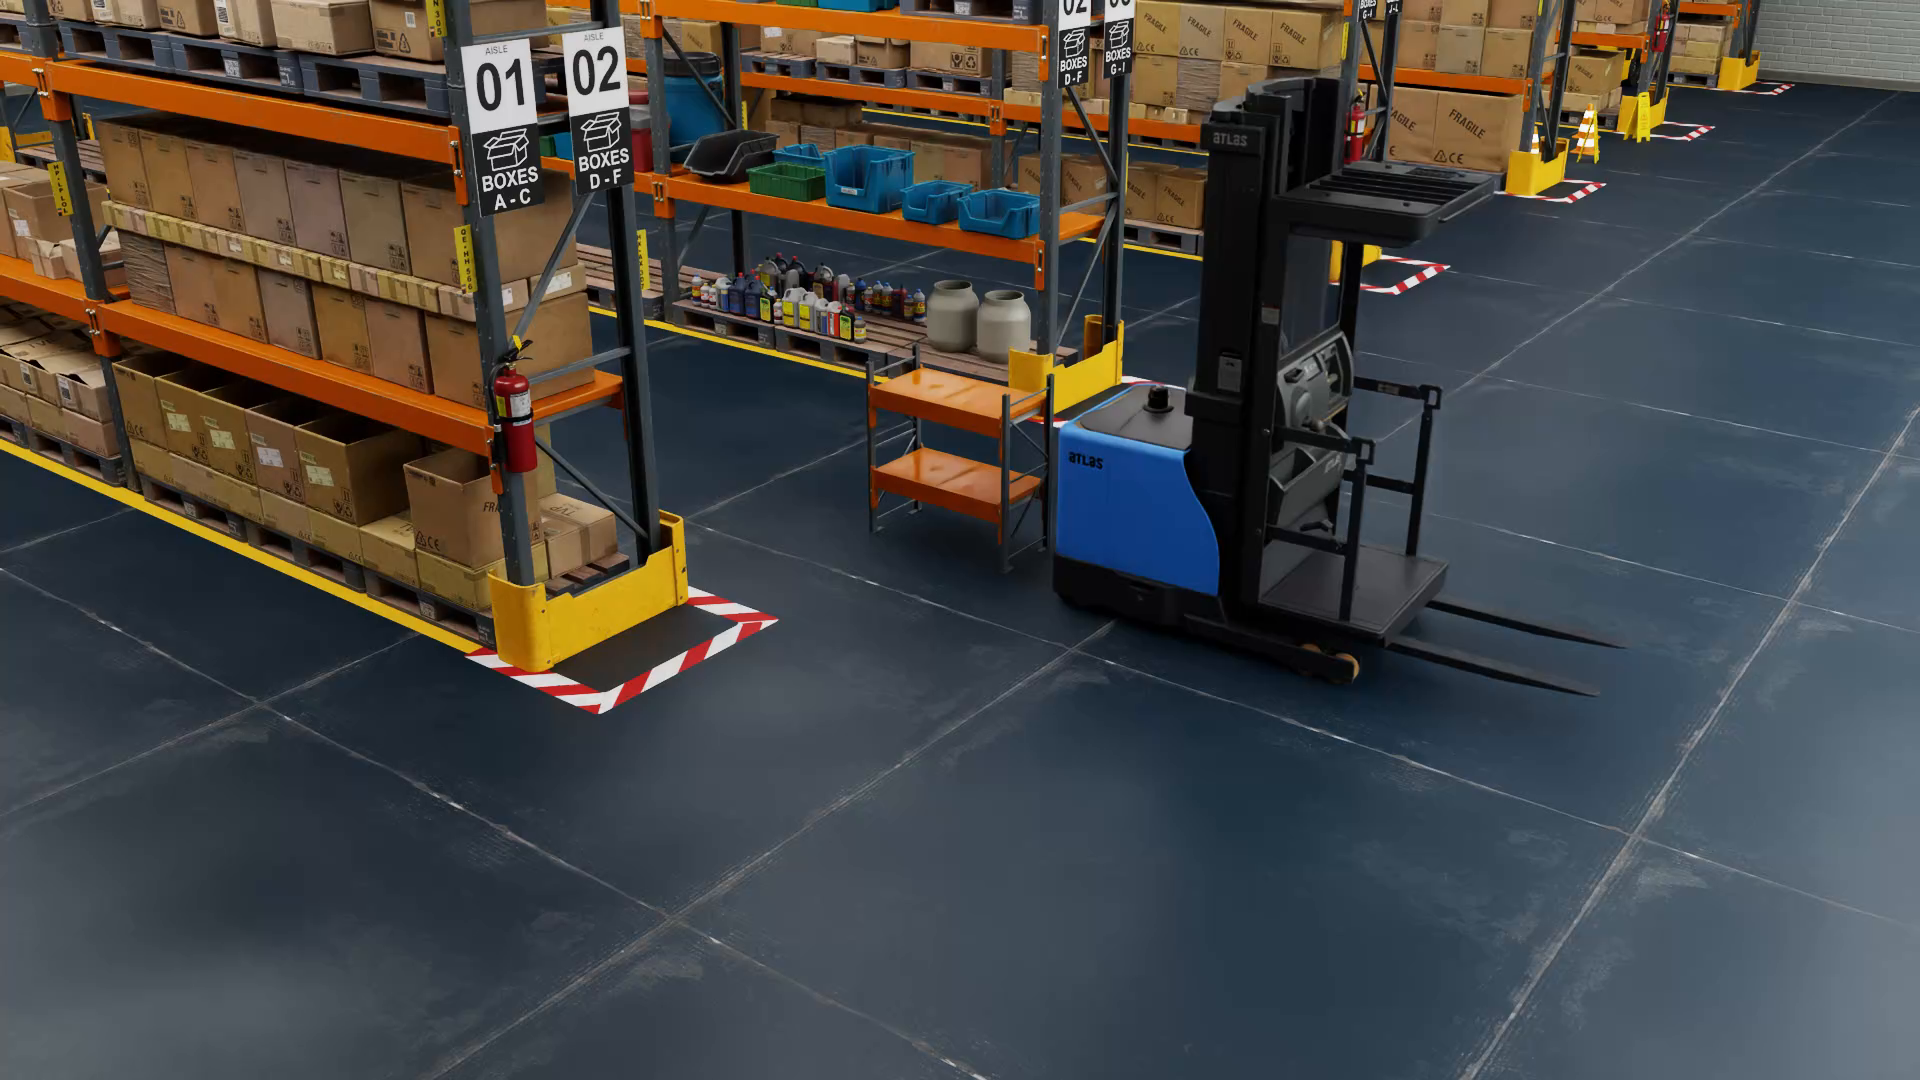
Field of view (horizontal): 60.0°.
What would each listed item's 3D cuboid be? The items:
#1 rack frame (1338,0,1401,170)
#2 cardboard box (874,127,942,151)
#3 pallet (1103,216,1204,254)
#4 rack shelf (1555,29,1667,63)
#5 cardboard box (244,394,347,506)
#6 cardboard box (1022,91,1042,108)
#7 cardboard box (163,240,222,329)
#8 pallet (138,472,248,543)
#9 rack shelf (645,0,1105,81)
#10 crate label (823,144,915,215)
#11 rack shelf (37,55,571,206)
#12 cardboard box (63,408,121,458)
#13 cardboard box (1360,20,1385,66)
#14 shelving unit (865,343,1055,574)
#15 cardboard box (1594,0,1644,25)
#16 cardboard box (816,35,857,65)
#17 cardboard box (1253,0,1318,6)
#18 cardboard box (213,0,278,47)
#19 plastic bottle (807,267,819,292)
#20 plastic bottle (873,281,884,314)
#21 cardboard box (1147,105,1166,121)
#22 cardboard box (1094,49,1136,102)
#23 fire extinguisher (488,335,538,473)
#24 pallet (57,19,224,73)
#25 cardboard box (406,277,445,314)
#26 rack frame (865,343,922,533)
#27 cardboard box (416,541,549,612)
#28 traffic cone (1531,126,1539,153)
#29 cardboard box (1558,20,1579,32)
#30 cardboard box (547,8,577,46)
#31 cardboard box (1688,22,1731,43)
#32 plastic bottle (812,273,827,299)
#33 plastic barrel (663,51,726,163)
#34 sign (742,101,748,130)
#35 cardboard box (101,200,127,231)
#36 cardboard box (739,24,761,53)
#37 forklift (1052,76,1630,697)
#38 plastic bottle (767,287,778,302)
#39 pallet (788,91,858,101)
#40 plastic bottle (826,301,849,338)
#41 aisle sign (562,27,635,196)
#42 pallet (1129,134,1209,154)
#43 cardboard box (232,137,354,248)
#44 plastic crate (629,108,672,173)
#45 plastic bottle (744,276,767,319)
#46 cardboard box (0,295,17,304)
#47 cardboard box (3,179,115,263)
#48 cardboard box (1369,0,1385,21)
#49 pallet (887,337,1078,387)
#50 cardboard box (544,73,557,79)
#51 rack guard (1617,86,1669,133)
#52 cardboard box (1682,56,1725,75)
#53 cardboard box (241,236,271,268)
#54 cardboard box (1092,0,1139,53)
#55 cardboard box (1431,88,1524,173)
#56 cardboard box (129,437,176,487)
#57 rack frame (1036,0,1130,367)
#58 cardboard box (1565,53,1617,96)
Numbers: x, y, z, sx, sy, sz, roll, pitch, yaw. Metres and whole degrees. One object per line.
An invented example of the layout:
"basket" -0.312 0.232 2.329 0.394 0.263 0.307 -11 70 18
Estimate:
"rack frame" 3.888 -4.088 15.987 0.127 3.000 1.000 17 29 33
"cardboard box" -0.609 -4.525 19.532 0.500 0.500 0.700 14 27 29
"pallet" 2.227 -3.333 17.732 1.213 0.211 1.003 17 29 33
"rack shelf" 8.231 -7.440 24.486 4.000 0.370 1.077 17 29 33
"cardboard box" -3.872 -0.562 9.943 0.500 0.500 0.500 17 29 33
"cardboard box" 0.871 -4.727 17.748 0.250 0.149 0.380 17 29 33
"cardboard box" -4.472 -1.675 10.386 0.500 0.500 0.700 16 29 33
"pallet" -4.646 -0.378 11.025 1.213 0.211 1.003 17 29 33
"rack shelf" -0.683 -4.017 12.998 4.000 0.370 1.077 17 29 33
"crate label" -0.717 -2.864 13.165 0.616 0.435 0.502 17 29 33
"rack shelf" -3.656 -2.420 9.373 4.000 0.370 1.077 17 29 33
"cardboard box" -5.762 -0.801 11.415 0.500 0.250 0.500 16 29 33
"cardboard box" 5.345 -6.224 20.649 0.500 0.550 0.875 17 29 33
"shelving unit" -0.005 -0.516 10.206 1.048 1.125 0.538 17 29 33
"cardboard box" 9.232 -7.510 23.259 0.500 0.500 0.500 16 29 32
"cardboard box" -1.310 -5.667 19.235 0.500 0.250 0.500 16 28 32
"cardboard box" 3.216 -5.072 16.486 0.500 0.500 0.500 17 29 33
"cardboard box" -3.581 -2.809 8.779 0.500 0.311 0.500 21 31 39
"plastic bottle" -1.286 -2.280 14.708 0.133 0.283 0.061 19 30 37
"plastic bottle" -0.700 -2.089 14.288 0.097 0.271 0.097 0 24 0
"cardboard box" 2.115 -4.387 16.977 0.250 0.149 0.380 17 29 33
"cardboard box" 1.850 -4.888 17.309 0.500 0.500 0.875 17 29 33
"fire extinguisher" -2.240 -0.679 8.345 0.183 0.674 0.296 17 29 33
"pallet" -4.559 -2.994 9.894 1.213 0.211 1.003 17 29 33
"cardboard box" -2.686 -1.329 8.797 0.250 0.149 0.380 18 29 35
"rack frame" -0.412 -0.639 10.485 0.032 1.125 0.500 17 29 33
"cardboard box" -2.662 0.139 9.282 0.500 0.250 0.500 17 29 33
"traffic cone" 7.371 -5.089 21.406 0.334 0.463 0.336 17 29 33
"cardboard box" 8.719 -7.339 23.676 0.250 0.149 0.380 17 29 34
"cardboard box" -5.093 -6.722 21.842 0.500 0.500 0.500 17 29 33
"cardboard box" 12.250 -8.290 27.173 0.500 0.250 0.500 18 29 35
"plastic bottle" -1.224 -2.189 14.500 0.133 0.283 0.061 17 29 33
"plastic barrel" -2.410 -3.878 14.888 0.708 0.901 0.600 17 29 33
"sign" -1.944 -3.759 14.896 0.005 0.325 0.100 17 29 33
"cardboard box" -5.158 -2.075 10.490 0.250 0.149 0.380 17 29 33
"cardboard box" -2.739 -6.274 20.823 0.500 0.500 0.500 18 29 35
"forklift" 2.044 -0.824 8.663 3.031 2.935 1.130 15 28 30
"plastic bottle" -1.595 -2.012 14.113 0.097 0.271 0.097 0 24 0
"pallet" -2.035 -7.102 26.285 1.213 0.211 1.003 17 29 33
"plastic bottle" -1.000 -1.817 13.666 0.135 0.276 0.152 17 29 34
"aisle sign" -1.820 -2.165 8.399 0.004 0.787 0.394 17 29 33
"pallet" 3.080 -5.517 22.689 1.213 0.211 1.003 17 29 33
"cardboard box" -3.693 -2.030 9.583 0.500 0.500 0.700 17 29 33
"plastic crate" -2.854 -3.505 14.584 0.583 0.464 0.402 17 29 33
"plastic bottle" -1.735 -2.072 14.150 0.185 0.351 0.144 15 28 31
"cardboard box" -7.471 -1.847 13.095 0.500 0.311 0.500 16 29 33
"cardboard box" -6.283 -2.224 11.633 0.500 0.500 0.500 19 30 37
"cardboard box" 5.306 -6.698 20.384 0.500 0.550 0.875 17 29 33
"pallet" 0.182 -1.415 13.379 1.213 0.211 1.003 17 29 33
"cardboard box" -5.190 -6.061 22.580 0.875 0.875 1.225 17 29 33
"rack guard" 9.771 -6.160 23.789 0.348 0.500 1.175 17 29 33
"cardboard box" 12.240 -7.833 27.377 0.500 0.250 0.500 17 29 34
"cardboard box" -3.916 -1.702 9.642 0.250 0.149 0.380 17 29 33
"cardboard box" 1.696 -5.262 16.919 0.500 0.500 0.500 17 29 33
"cardboard box" 6.362 -5.026 20.231 0.875 0.875 0.875 17 29 34
"cardboard box" -5.068 -0.584 10.923 0.500 0.250 0.500 17 29 33
"rack frame" 0.918 -2.490 12.360 0.127 3.000 1.000 17 29 33
"cardboard box" 9.034 -6.672 23.811 0.500 0.500 0.500 17 29 34
